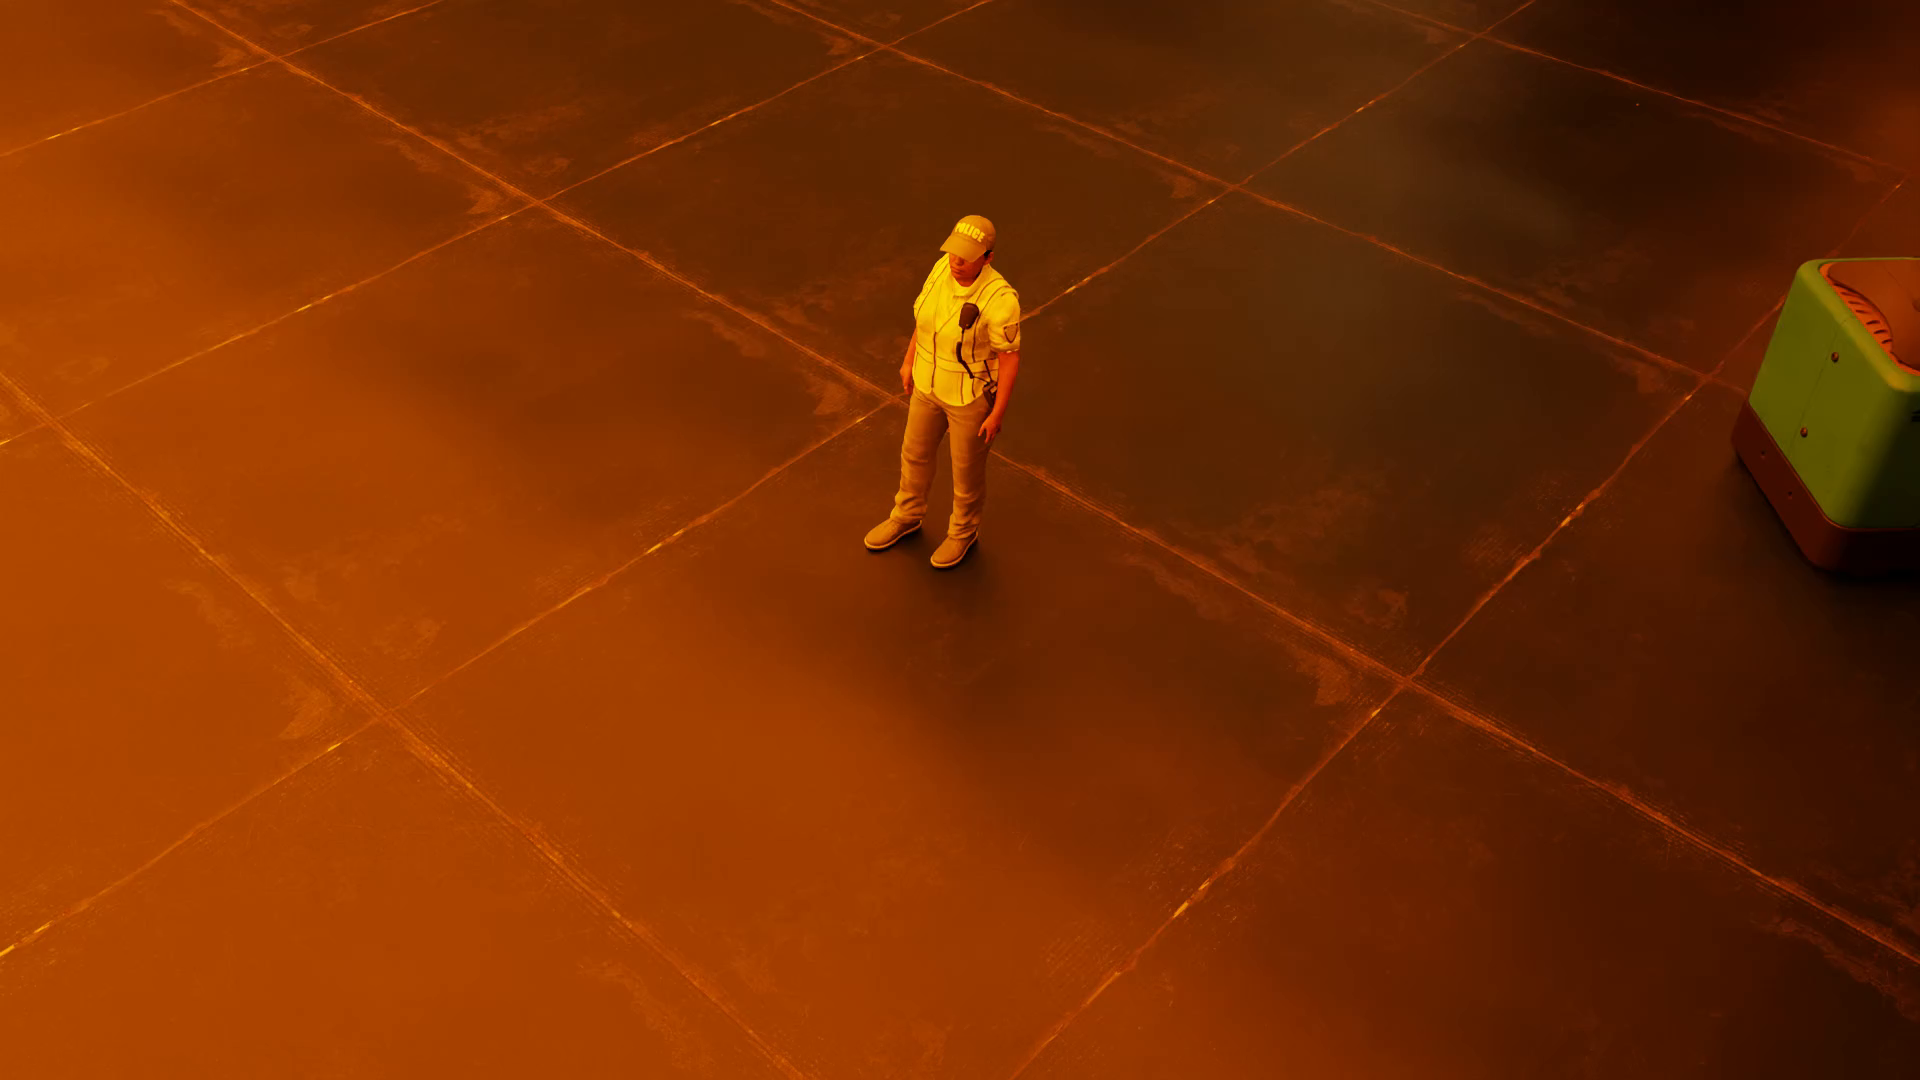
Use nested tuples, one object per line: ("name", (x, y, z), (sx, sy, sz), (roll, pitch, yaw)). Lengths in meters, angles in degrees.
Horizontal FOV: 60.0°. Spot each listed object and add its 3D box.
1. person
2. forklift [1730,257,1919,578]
("person", (-0.068, -0.611, 7.100), (0.599, 1.670, 0.529), (31, 49, 31))
("forklift", (5.298, -1.298, 6.941), (3.031, 2.935, 1.130), (-2, 41, -2))
